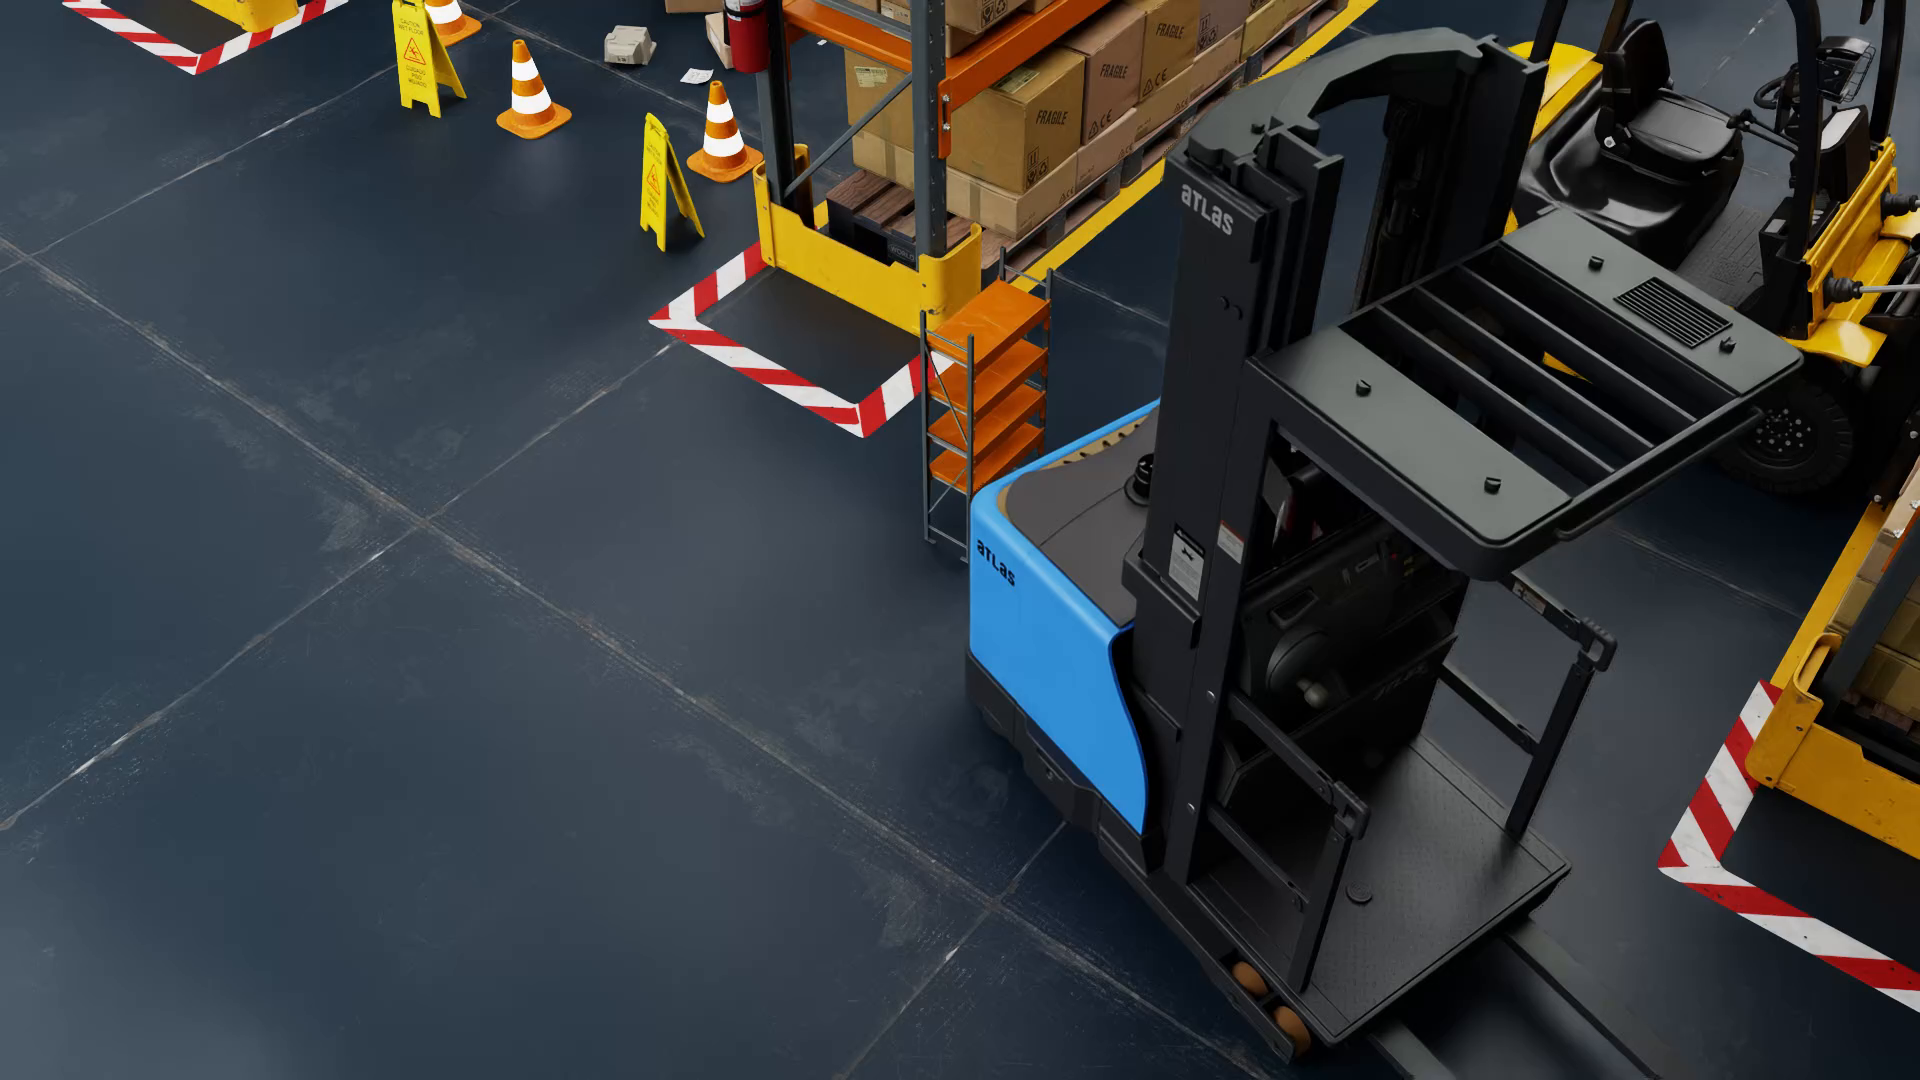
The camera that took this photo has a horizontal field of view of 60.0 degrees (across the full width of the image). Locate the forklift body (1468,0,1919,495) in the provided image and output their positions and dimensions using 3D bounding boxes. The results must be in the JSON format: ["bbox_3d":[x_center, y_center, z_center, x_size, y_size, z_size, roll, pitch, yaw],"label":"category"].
[{"bbox_3d":[3.157,-1.638,6.992,2.313,2.155,1.214,29,53,25],"label":"forklift body"}]

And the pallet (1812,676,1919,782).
[{"bbox_3d":[3.876,0.467,6.322,1.003,0.211,1.213,29,53,25],"label":"pallet"}]

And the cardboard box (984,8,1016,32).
[{"bbox_3d":[0.025,-2.399,7.306,0.380,0.149,0.250,30,53,26],"label":"cardboard box"}]

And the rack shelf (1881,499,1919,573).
[{"bbox_3d":[4.664,-0.936,6.232,1.077,0.370,4.000,29,53,25],"label":"rack shelf"}]

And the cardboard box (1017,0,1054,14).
[{"bbox_3d":[0.252,-2.515,7.416,0.380,0.149,0.250,28,52,24],"label":"cardboard box"}]

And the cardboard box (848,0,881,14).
[{"bbox_3d":[-0.430,-2.454,7.358,0.380,0.149,0.250,31,54,26],"label":"cardboard box"}]

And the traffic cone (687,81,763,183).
[{"bbox_3d":[-1.247,-2.172,8.670,0.336,0.463,0.334,29,53,25],"label":"traffic cone"}]

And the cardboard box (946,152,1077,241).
[{"bbox_3d":[0.223,-1.767,8.139,0.500,0.250,0.500,29,53,25],"label":"cardboard box"}]

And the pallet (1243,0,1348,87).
[{"bbox_3d":[1.574,-3.158,9.785,1.003,0.211,1.213,29,53,25],"label":"pallet"}]

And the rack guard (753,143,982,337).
[{"bbox_3d":[-0.443,-1.412,7.918,1.175,0.500,0.348,29,53,25],"label":"rack guard"}]

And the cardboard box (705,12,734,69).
[{"bbox_3d":[-1.287,-2.890,9.572,0.250,0.149,0.380,-17,49,-15],"label":"cardboard box"}]

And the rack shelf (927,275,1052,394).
[{"bbox_3d":[0.101,-0.781,6.287,0.258,0.148,0.480,29,53,25],"label":"rack shelf"}]

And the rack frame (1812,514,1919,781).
[{"bbox_3d":[3.441,-0.040,4.878,1.000,3.000,0.127,29,53,25],"label":"rack frame"}]

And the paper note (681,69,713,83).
[{"bbox_3d":[-1.486,-2.627,9.403,0.148,0.019,0.142,13,48,12],"label":"paper note"}]

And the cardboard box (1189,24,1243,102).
[{"bbox_3d":[1.176,-2.661,8.993,0.500,0.250,0.500,30,53,26],"label":"cardboard box"}]

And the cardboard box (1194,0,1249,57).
[{"bbox_3d":[1.186,-2.934,8.735,0.500,0.500,0.500,32,54,27],"label":"cardboard box"}]

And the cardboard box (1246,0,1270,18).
[{"bbox_3d":[1.498,-3.226,9.015,0.500,0.500,0.500,30,53,26],"label":"cardboard box"}]

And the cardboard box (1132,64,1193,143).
[{"bbox_3d":[0.865,-2.373,8.718,0.500,0.250,0.500,33,54,27],"label":"cardboard box"}]

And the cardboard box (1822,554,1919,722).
[{"bbox_3d":[3.478,0.356,6.111,0.500,0.250,0.500,30,53,25],"label":"cardboard box"}]

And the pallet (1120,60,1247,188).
[{"bbox_3d":[0.828,-2.457,9.115,1.003,0.211,1.213,29,53,25],"label":"pallet"}]

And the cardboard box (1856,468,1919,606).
[{"bbox_3d":[3.476,0.018,5.743,0.500,0.250,0.500,31,54,26],"label":"cardboard box"}]

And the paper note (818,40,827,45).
[{"bbox_3d":[-0.779,-2.915,9.692,0.032,0.001,0.123,29,53,25],"label":"paper note"}]

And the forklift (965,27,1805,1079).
[{"bbox_3d":[1.283,0.240,4.658,1.130,2.935,3.031,-27,52,-24],"label":"forklift"}]

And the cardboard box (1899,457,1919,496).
[{"bbox_3d":[3.783,-0.277,6.024,0.500,0.250,0.500,30,53,26],"label":"cardboard box"}]

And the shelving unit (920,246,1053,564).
[{"bbox_3d":[0.101,-0.509,6.571,0.258,1.200,0.503,29,53,25],"label":"shelving unit"}]

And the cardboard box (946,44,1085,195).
[{"bbox_3d":[0.237,-2.039,7.881,0.500,0.500,0.500,28,52,24],"label":"cardboard box"}]

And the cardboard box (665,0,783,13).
[{"bbox_3d":[-1.419,-3.494,9.904,0.797,0.503,0.637,-2,46,-2],"label":"cardboard box"}]

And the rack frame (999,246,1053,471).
[{"bbox_3d":[0.250,-0.649,6.705,0.240,1.200,0.015,29,53,25],"label":"rack frame"}]

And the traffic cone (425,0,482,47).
[{"bbox_3d":[-3.020,-3.162,9.616,0.336,0.463,0.334,29,53,25],"label":"traffic cone"}]

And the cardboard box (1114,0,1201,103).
[{"bbox_3d":[0.866,-2.624,8.439,0.500,0.500,0.500,30,53,26],"label":"cardboard box"}]

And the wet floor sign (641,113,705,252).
[{"bbox_3d":[-1.452,-1.783,8.172,0.232,0.644,0.267,-25,51,-22],"label":"wet floor sign"}]

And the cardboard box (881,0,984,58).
[{"bbox_3d":[-0.118,-2.248,7.162,0.380,0.149,0.250,29,53,25],"label":"cardboard box"}]

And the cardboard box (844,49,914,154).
[{"bbox_3d":[-0.206,-2.260,8.092,0.500,0.500,0.500,30,53,25],"label":"cardboard box"}]

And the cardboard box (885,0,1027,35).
[{"bbox_3d":[0.020,-2.518,6.971,0.500,0.500,0.500,28,53,24],"label":"cardboard box"}]

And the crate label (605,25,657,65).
[{"bbox_3d":[-1.902,-2.833,9.526,0.250,0.136,0.298,6,47,5],"label":"crate label"}]

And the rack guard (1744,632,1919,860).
[{"bbox_3d":[3.426,0.837,5.769,1.175,0.500,0.348,29,53,25],"label":"rack guard"}]

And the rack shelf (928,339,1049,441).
[{"bbox_3d":[0.101,-0.617,6.458,0.258,0.148,0.480,29,53,25],"label":"rack shelf"}]

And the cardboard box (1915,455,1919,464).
[{"bbox_3d":[4.105,-0.411,6.499,0.500,0.250,0.500,28,52,24],"label":"cardboard box"}]

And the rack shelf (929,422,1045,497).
[{"bbox_3d":[0.101,-0.326,6.764,0.258,0.148,0.480,29,53,25],"label":"rack shelf"}]

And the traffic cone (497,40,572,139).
[{"bbox_3d":[-2.333,-2.468,8.953,0.336,0.463,0.334,29,53,25],"label":"traffic cone"}]

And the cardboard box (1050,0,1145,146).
[{"bbox_3d":[0.553,-2.341,8.169,0.500,0.500,0.500,27,52,24],"label":"cardboard box"}]

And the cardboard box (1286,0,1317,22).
[{"bbox_3d":[1.808,-3.259,9.565,0.500,0.250,0.500,32,54,27],"label":"cardboard box"}]

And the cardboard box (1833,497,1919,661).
[{"bbox_3d":[3.491,0.176,5.938,0.500,0.250,0.500,29,53,25],"label":"cardboard box"}]

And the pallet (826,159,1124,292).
[{"bbox_3d":[0.082,-1.762,8.451,1.003,0.211,1.213,29,53,25],"label":"pallet"}]

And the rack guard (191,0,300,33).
[{"bbox_3d":[-4.483,-3.485,9.898,1.175,0.500,0.348,29,53,25],"label":"rack guard"}]

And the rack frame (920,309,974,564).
[{"bbox_3d":[-0.048,-0.370,6.438,0.240,1.200,0.015,29,53,25],"label":"rack frame"}]

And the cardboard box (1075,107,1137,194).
[{"bbox_3d":[0.541,-2.055,8.415,0.500,0.250,0.500,31,54,26],"label":"cardboard box"}]

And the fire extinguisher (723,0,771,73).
[{"bbox_3d":[-0.924,-2.344,7.132,0.296,0.674,0.183,29,53,25],"label":"fire extinguisher"}]

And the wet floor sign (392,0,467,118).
[{"bbox_3d":[-2.919,-2.657,9.007,0.267,0.644,0.232,21,50,19],"label":"wet floor sign"}]

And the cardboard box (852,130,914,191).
[{"bbox_3d":[-0.193,-2.023,8.383,0.500,0.250,0.500,29,53,25],"label":"cardboard box"}]

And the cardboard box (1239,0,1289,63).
[{"bbox_3d":[1.490,-2.950,9.269,0.500,0.250,0.500,28,52,24],"label":"cardboard box"}]

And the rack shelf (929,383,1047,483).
[{"bbox_3d":[0.101,-0.463,6.620,0.258,0.148,0.480,29,53,25],"label":"rack shelf"}]

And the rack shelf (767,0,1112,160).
[{"bbox_3d":[0.734,-3.128,8.326,1.077,0.370,4.000,29,53,25],"label":"rack shelf"}]

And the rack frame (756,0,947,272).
[{"bbox_3d":[-0.489,-2.232,6.972,1.000,3.000,0.127,29,53,25],"label":"rack frame"}]
